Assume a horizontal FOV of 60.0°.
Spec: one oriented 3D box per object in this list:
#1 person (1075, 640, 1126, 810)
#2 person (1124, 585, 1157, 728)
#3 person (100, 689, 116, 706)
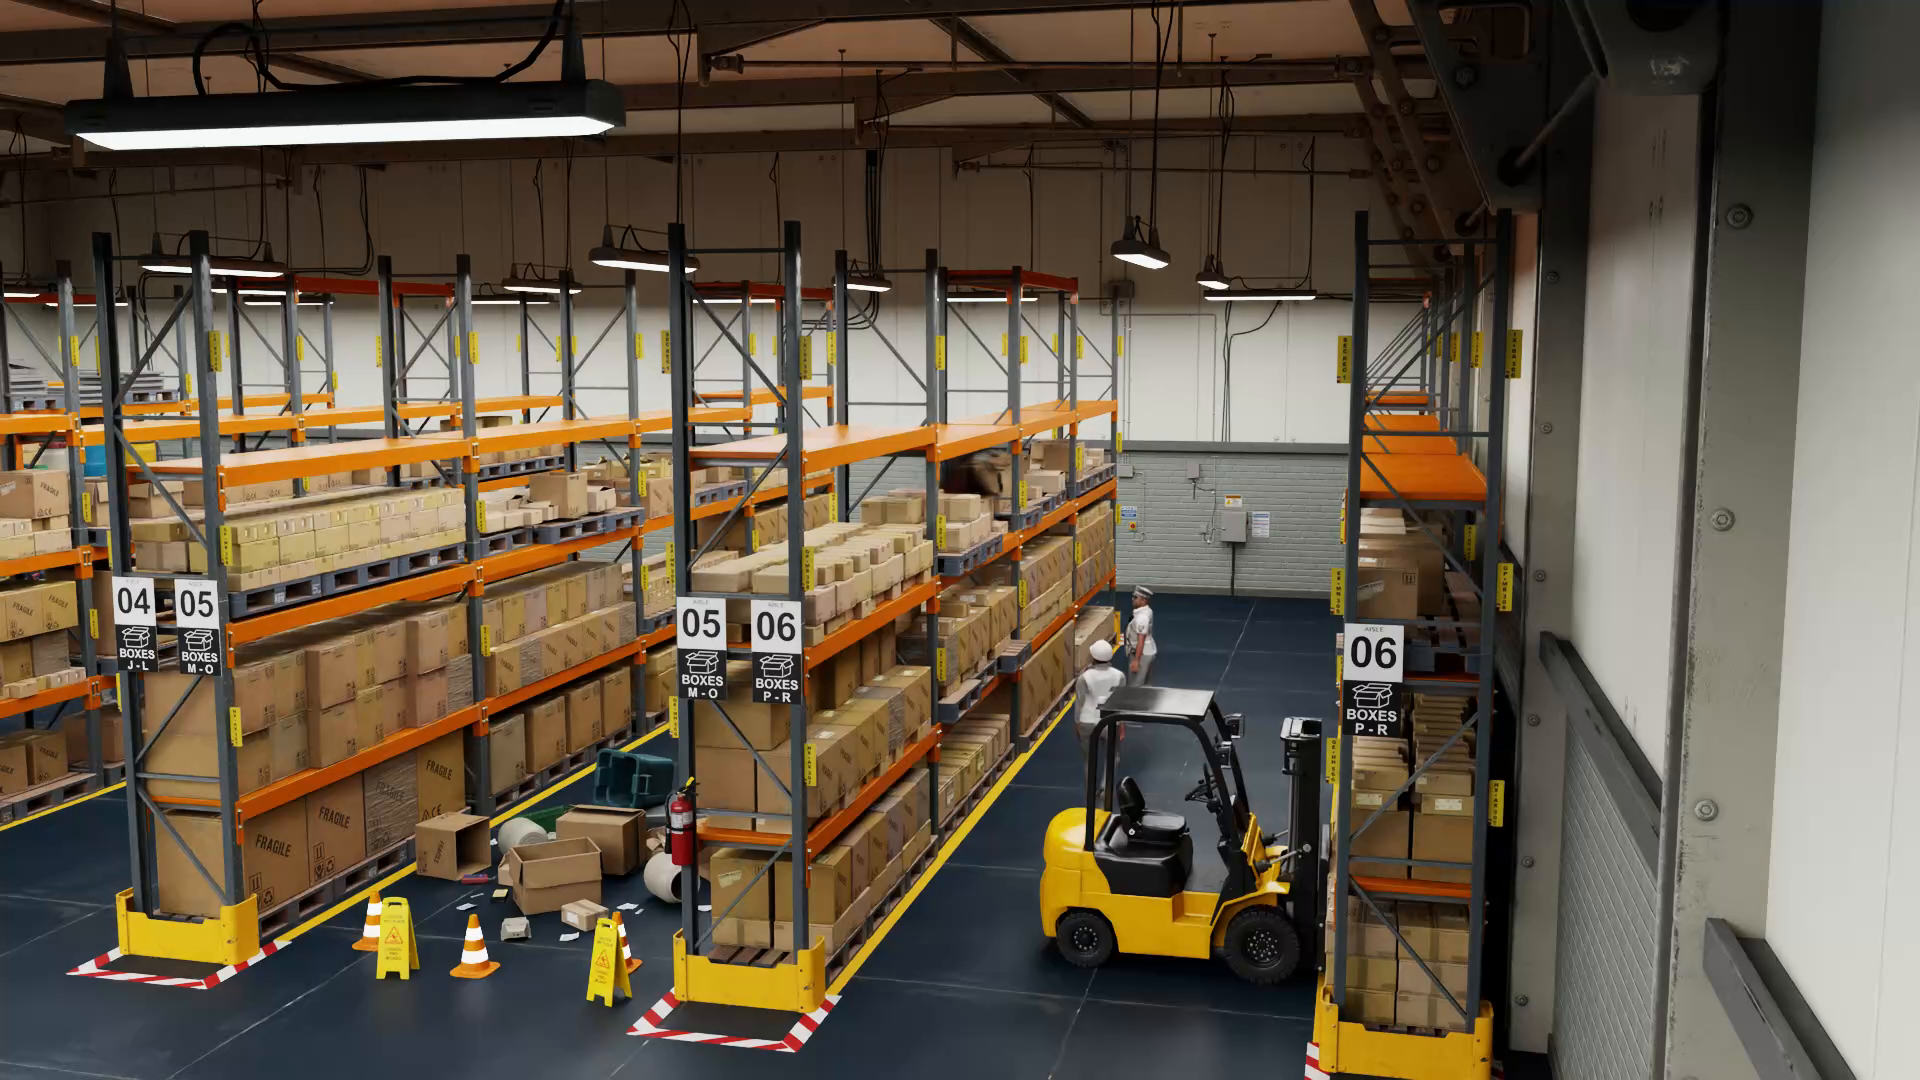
[{"bbox_3d":[1.448,1.918,17.152,0.555,1.808,0.460,2,7,12],"label":"person"},{"bbox_3d":[2.242,1.449,20.823,0.429,1.784,0.614,3,7,21],"label":"person"},{"bbox_3d":[-11.906,1.513,23.156,0.590,1.685,0.493,0,7,-3],"label":"person"}]
